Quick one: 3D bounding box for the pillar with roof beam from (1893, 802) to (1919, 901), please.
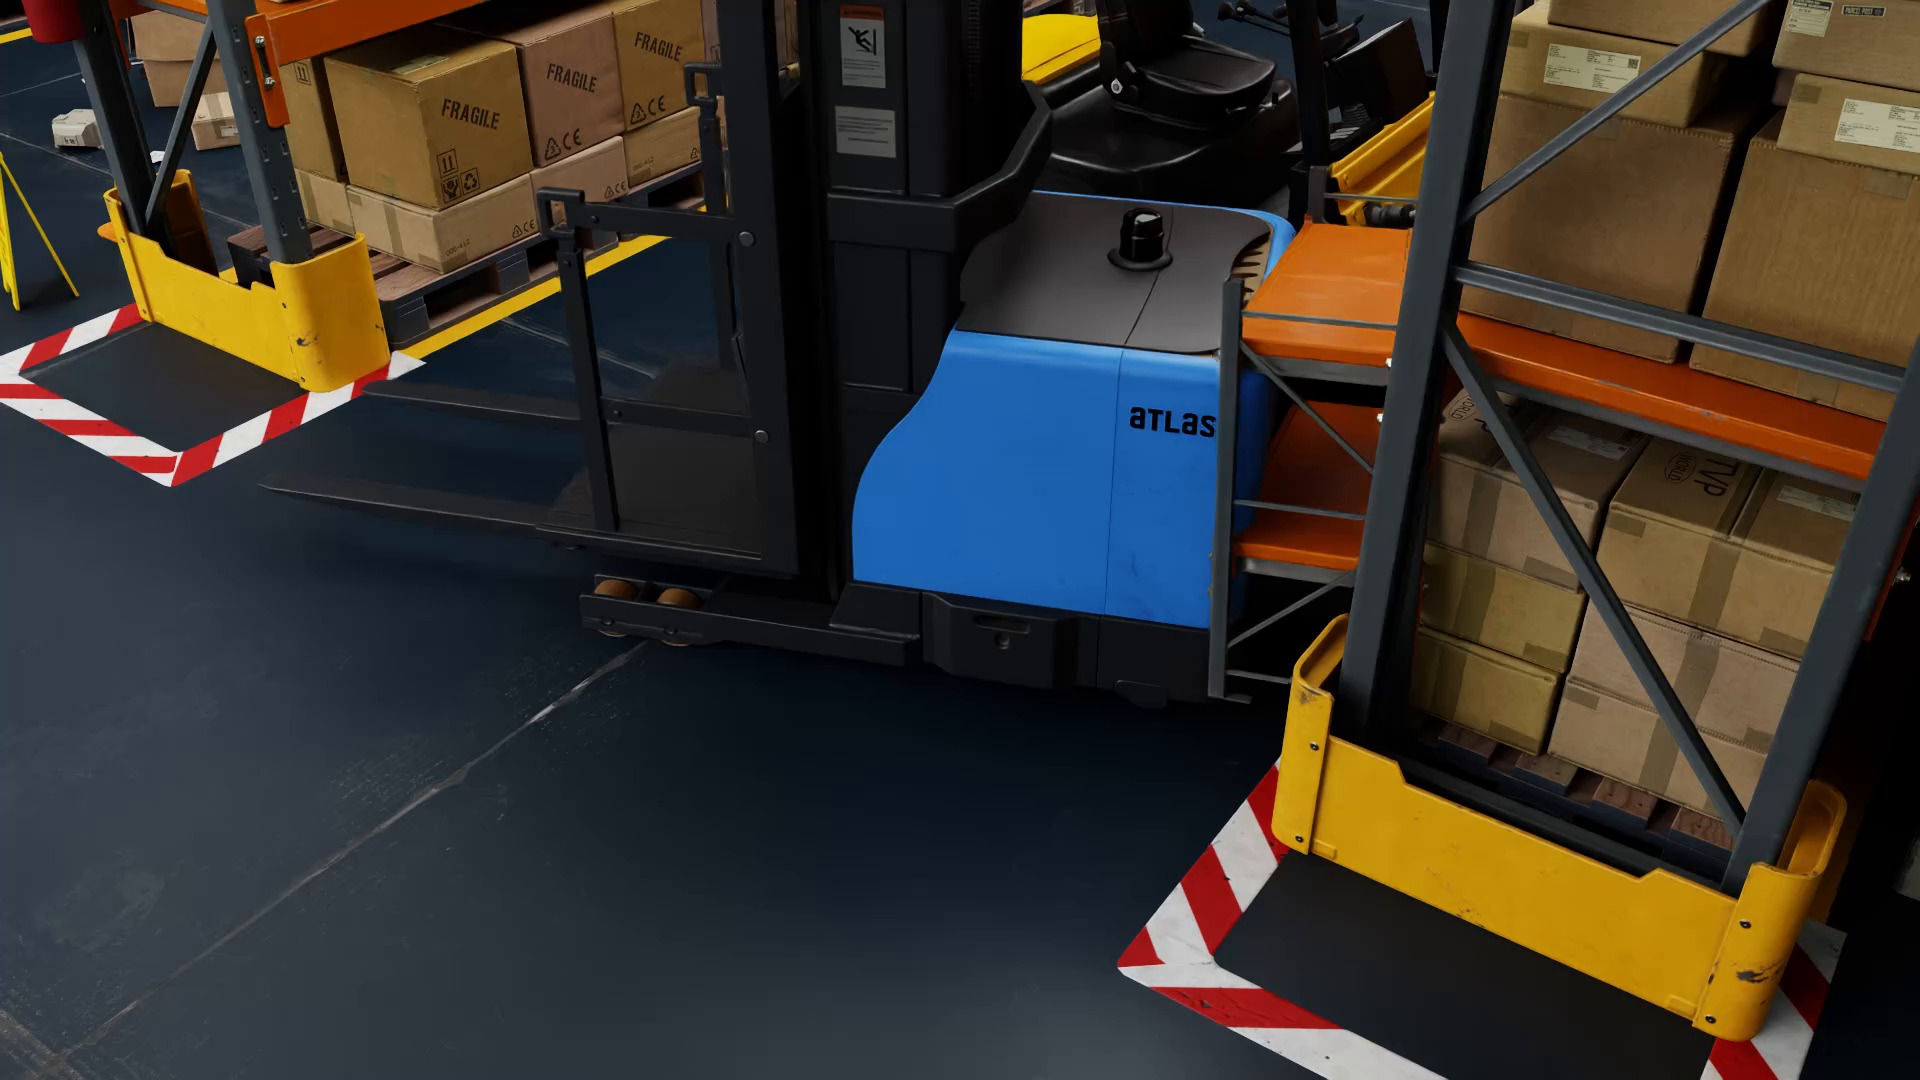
[{"bbox_3d":[-1.051,-4.302,3.578,9.100,9.000,0.400,21,39,28],"label":"pillar with roof beam"}]

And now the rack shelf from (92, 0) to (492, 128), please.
[{"bbox_3d":[-1.592,-2.615,7.082,1.077,0.370,4.000,21,39,28],"label":"rack shelf"}]

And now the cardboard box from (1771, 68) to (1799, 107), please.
[{"bbox_3d":[1.843,-0.927,3.274,0.380,0.149,0.250,21,39,28],"label":"cardboard box"}]

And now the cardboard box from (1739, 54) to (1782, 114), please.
[{"bbox_3d":[1.716,-0.997,3.957,0.500,0.500,0.500,23,40,30],"label":"cardboard box"}]

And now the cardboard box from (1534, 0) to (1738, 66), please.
[{"bbox_3d":[1.437,-1.096,3.524,0.380,0.149,0.250,22,40,29],"label":"cardboard box"}]

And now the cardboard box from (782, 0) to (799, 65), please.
[{"bbox_3d":[-0.857,-2.587,7.808,0.500,0.500,0.500,22,40,29],"label":"cardboard box"}]

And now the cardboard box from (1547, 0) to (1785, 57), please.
[{"bbox_3d":[1.379,-1.075,3.228,0.380,0.149,0.250,21,40,28],"label":"cardboard box"}]

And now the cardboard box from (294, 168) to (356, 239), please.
[{"bbox_3d":[-2.478,-1.497,6.866,0.500,0.250,0.500,21,39,28],"label":"cardboard box"}]

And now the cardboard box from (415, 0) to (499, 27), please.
[{"bbox_3d":[-2.195,-2.032,6.987,0.500,0.500,0.500,23,40,30],"label":"cardboard box"}]

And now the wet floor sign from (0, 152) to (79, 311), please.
[{"bbox_3d":[-3.719,-1.272,6.555,0.232,0.644,0.267,-22,40,-29],"label":"wet floor sign"}]

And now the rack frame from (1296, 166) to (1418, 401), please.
[{"bbox_3d":[1.234,-0.510,4.824,0.500,1.125,0.032,8,29,20],"label":"rack frame"}]

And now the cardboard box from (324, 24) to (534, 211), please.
[{"bbox_3d":[-2.032,-1.633,6.397,0.500,0.500,0.500,20,39,27],"label":"cardboard box"}]

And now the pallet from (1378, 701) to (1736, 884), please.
[{"bbox_3d":[1.749,0.380,4.499,1.003,0.211,1.213,21,39,28],"label":"pallet"}]

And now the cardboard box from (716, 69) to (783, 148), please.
[{"bbox_3d":[-1.157,-2.030,7.654,0.500,0.250,0.500,22,40,29],"label":"cardboard box"}]

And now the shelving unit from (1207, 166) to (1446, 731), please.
[{"bbox_3d":[1.048,-0.287,4.407,0.538,1.125,1.048,8,29,20],"label":"shelving unit"}]

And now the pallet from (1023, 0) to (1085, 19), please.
[{"bbox_3d":[-0.009,-3.038,9.553,1.003,0.211,1.213,21,39,28],"label":"pallet"}]

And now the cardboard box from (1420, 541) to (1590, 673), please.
[{"bbox_3d":[1.369,0.025,4.169,0.500,0.250,0.500,21,39,28],"label":"cardboard box"}]

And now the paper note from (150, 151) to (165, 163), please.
[{"bbox_3d":[-3.828,-1.834,7.935,0.148,0.019,0.142,8,35,12],"label":"paper note"}]

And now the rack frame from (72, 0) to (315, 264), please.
[{"bbox_3d":[-2.732,-1.993,5.520,1.000,3.000,0.127,21,39,28],"label":"rack frame"}]

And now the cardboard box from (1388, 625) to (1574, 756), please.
[{"bbox_3d":[1.356,0.239,4.299,0.500,0.250,0.500,22,40,28],"label":"cardboard box"}]

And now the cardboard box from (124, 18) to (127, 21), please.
[{"bbox_3d":[-4.618,-3.292,9.669,0.500,0.500,0.500,29,44,36],"label":"cardboard box"}]

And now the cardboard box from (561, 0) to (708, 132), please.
[{"bbox_3d":[-1.445,-2.103,7.092,0.500,0.500,0.500,22,40,29],"label":"cardboard box"}]

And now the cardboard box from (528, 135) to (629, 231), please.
[{"bbox_3d":[-1.748,-1.543,6.934,0.500,0.250,0.500,23,40,30],"label":"cardboard box"}]

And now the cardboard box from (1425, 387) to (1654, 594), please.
[{"bbox_3d":[1.354,-0.170,4.011,0.500,0.250,0.500,23,40,30],"label":"cardboard box"}]

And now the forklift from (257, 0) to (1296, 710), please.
[{"bbox_3d":[-0.611,-1.185,4.386,3.031,2.935,1.130,8,35,11],"label":"forklift"}]

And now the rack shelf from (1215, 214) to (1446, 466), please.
[{"bbox_3d":[1.037,-0.547,4.273,0.538,0.278,1.000,8,29,20],"label":"rack shelf"}]

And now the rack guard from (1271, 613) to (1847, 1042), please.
[{"bbox_3d":[1.334,0.637,3.861,1.175,0.500,0.348,21,39,28],"label":"rack guard"}]

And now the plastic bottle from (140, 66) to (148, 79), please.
[{"bbox_3d":[-4.281,-2.560,8.981,0.133,0.061,0.283,8,35,12],"label":"plastic bottle"}]

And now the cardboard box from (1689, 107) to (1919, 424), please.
[{"bbox_3d":[1.858,-0.590,3.356,0.500,0.500,0.500,23,40,30],"label":"cardboard box"}]

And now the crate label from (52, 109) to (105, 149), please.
[{"bbox_3d":[-4.255,-1.997,8.081,0.250,0.136,0.298,3,34,4],"label":"crate label"}]

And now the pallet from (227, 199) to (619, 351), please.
[{"bbox_3d":[-2.196,-1.235,6.889,1.003,0.211,1.213,21,39,28],"label":"pallet"}]
